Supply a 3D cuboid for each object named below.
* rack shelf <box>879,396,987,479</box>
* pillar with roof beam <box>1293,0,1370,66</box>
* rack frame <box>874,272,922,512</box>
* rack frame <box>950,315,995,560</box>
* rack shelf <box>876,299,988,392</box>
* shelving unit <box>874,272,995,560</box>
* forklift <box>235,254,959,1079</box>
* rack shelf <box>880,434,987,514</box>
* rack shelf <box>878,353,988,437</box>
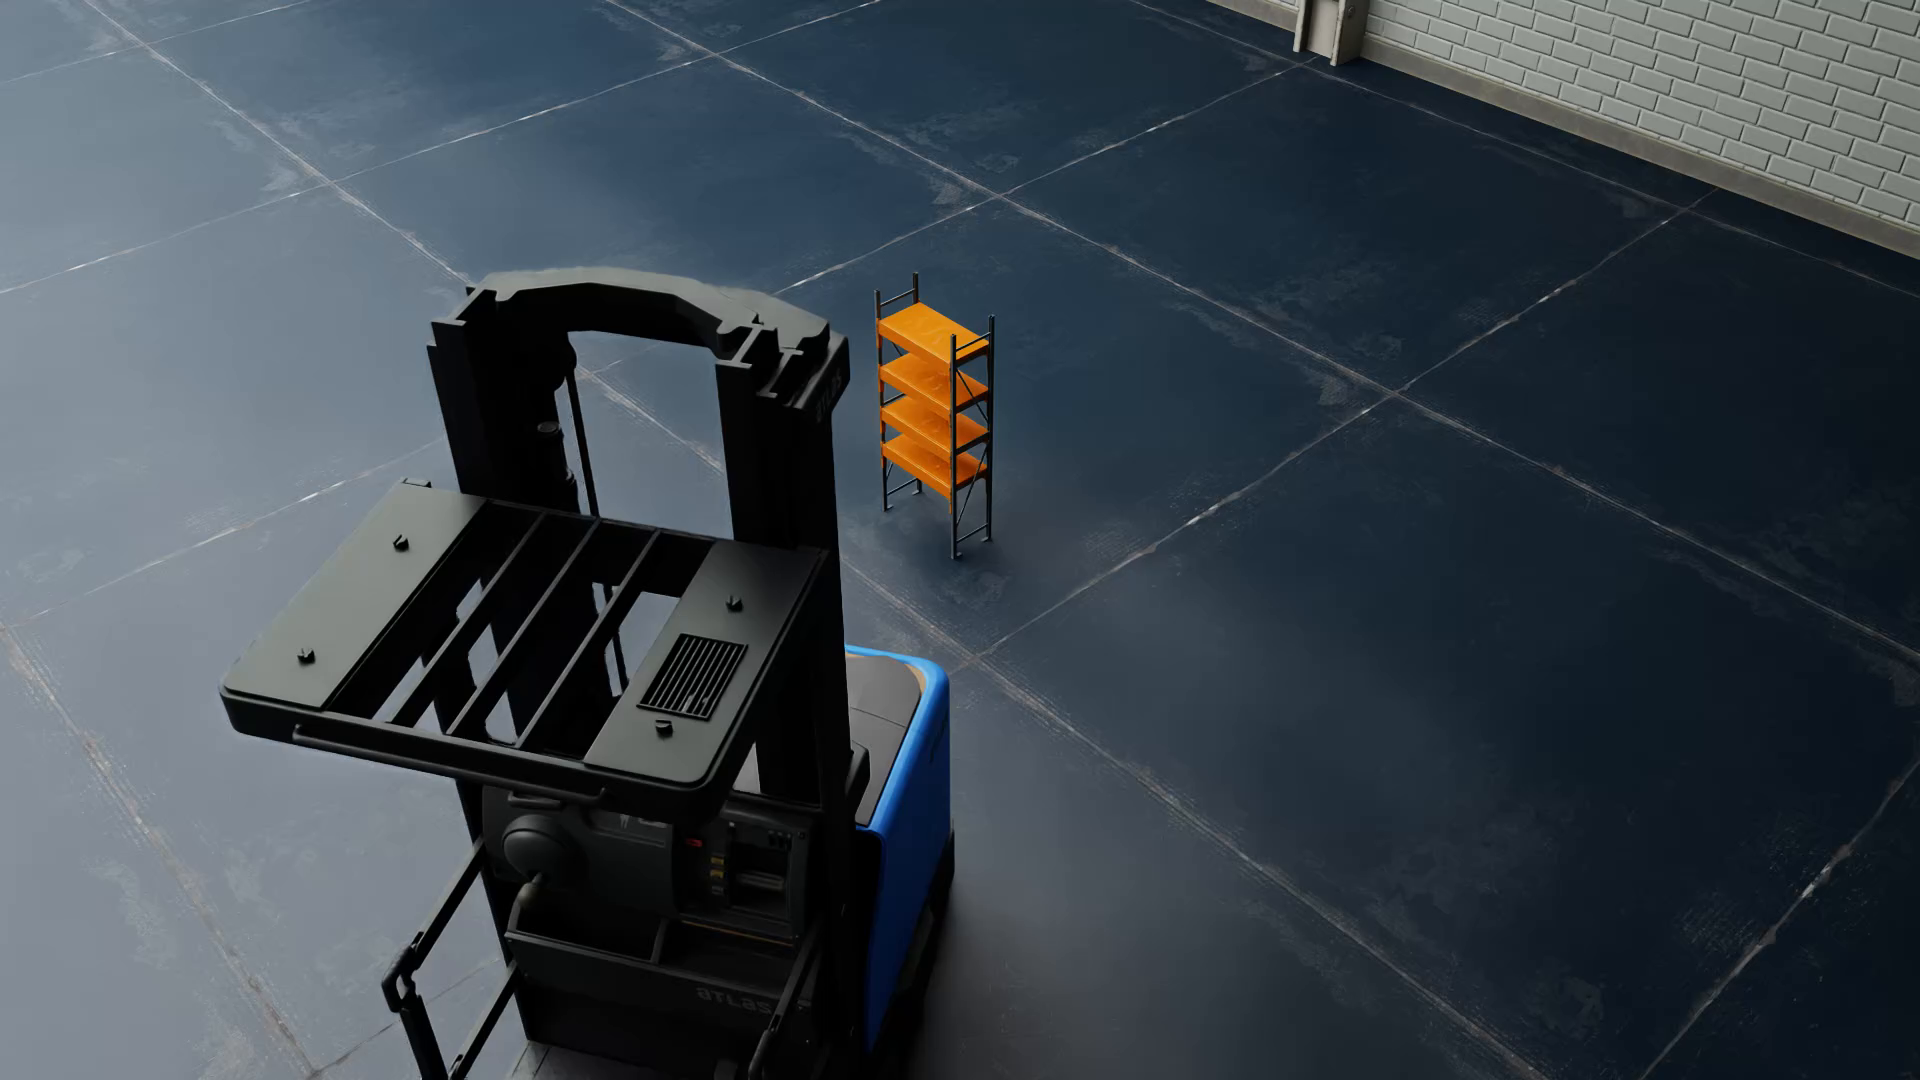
[{"bbox_3d":[-0.112,-0.491,7.510,0.258,0.148,0.480,-30,48,-32],"label":"rack shelf"},{"bbox_3d":[-0.484,-5.238,7.074,9.100,9.000,0.400,-30,48,-32],"label":"pillar with roof beam"},{"bbox_3d":[-0.277,-0.656,7.608,0.240,1.200,0.015,-30,48,-32],"label":"rack frame"},{"bbox_3d":[0.053,-0.430,7.328,0.240,1.200,0.015,-30,48,-32],"label":"rack frame"},{"bbox_3d":[-0.112,-0.849,7.221,0.258,0.148,0.480,-30,48,-32],"label":"rack shelf"},{"bbox_3d":[-0.112,-0.543,7.468,0.258,1.200,0.503,-30,48,-32],"label":"shelving unit"},{"bbox_3d":[-0.880,0.883,4.323,1.130,2.935,3.031,10,40,12],"label":"forklift"},{"bbox_3d":[-0.112,-0.337,7.635,0.258,0.148,0.480,-30,48,-32],"label":"rack shelf"},{"bbox_3d":[-0.112,-0.665,7.370,0.258,0.148,0.480,-30,48,-32],"label":"rack shelf"}]
